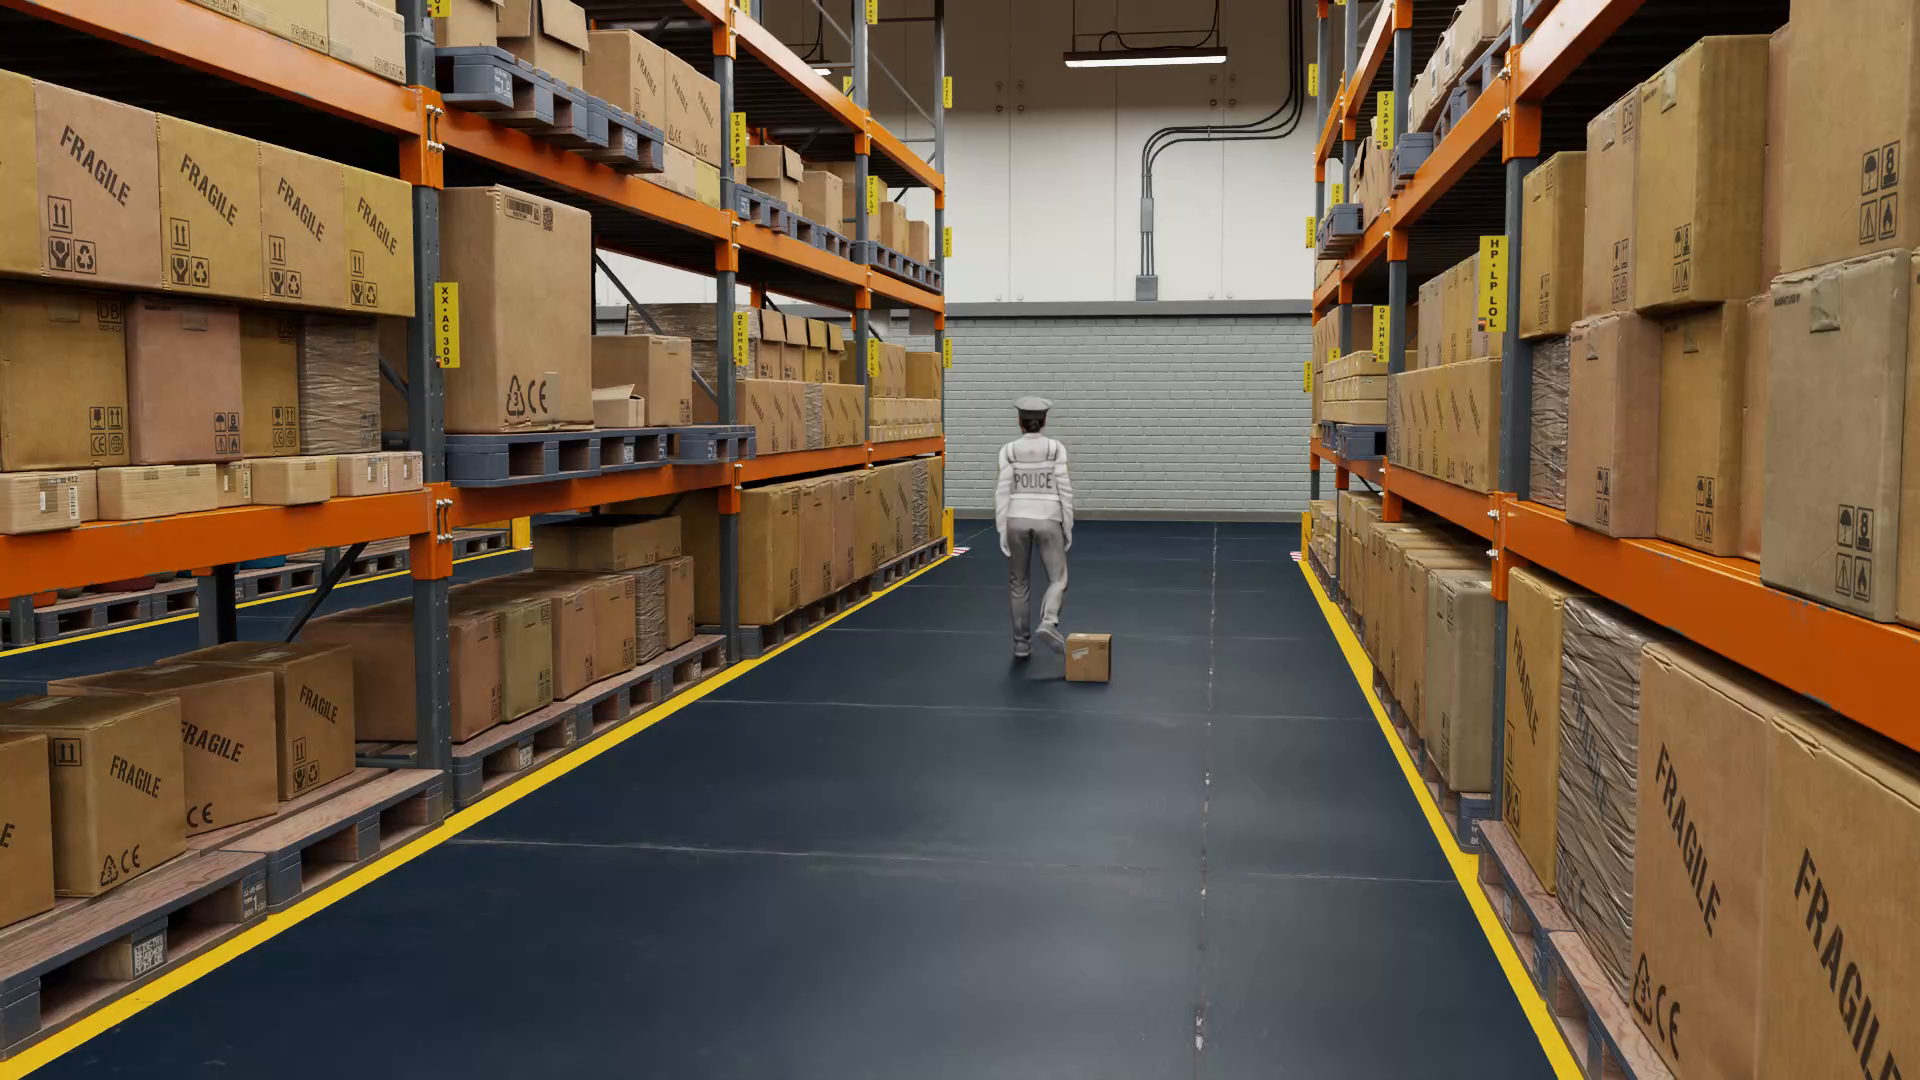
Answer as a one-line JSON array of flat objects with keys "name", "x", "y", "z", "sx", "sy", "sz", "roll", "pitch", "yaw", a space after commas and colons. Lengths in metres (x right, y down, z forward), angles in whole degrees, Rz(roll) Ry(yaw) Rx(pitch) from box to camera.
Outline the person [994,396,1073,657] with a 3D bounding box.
[{"name": "person", "x": 0.472, "y": -0.070, "z": 10.442, "sx": 0.527, "sy": 1.666, "sz": 0.784, "roll": 1, "pitch": 5, "yaw": 8}]
